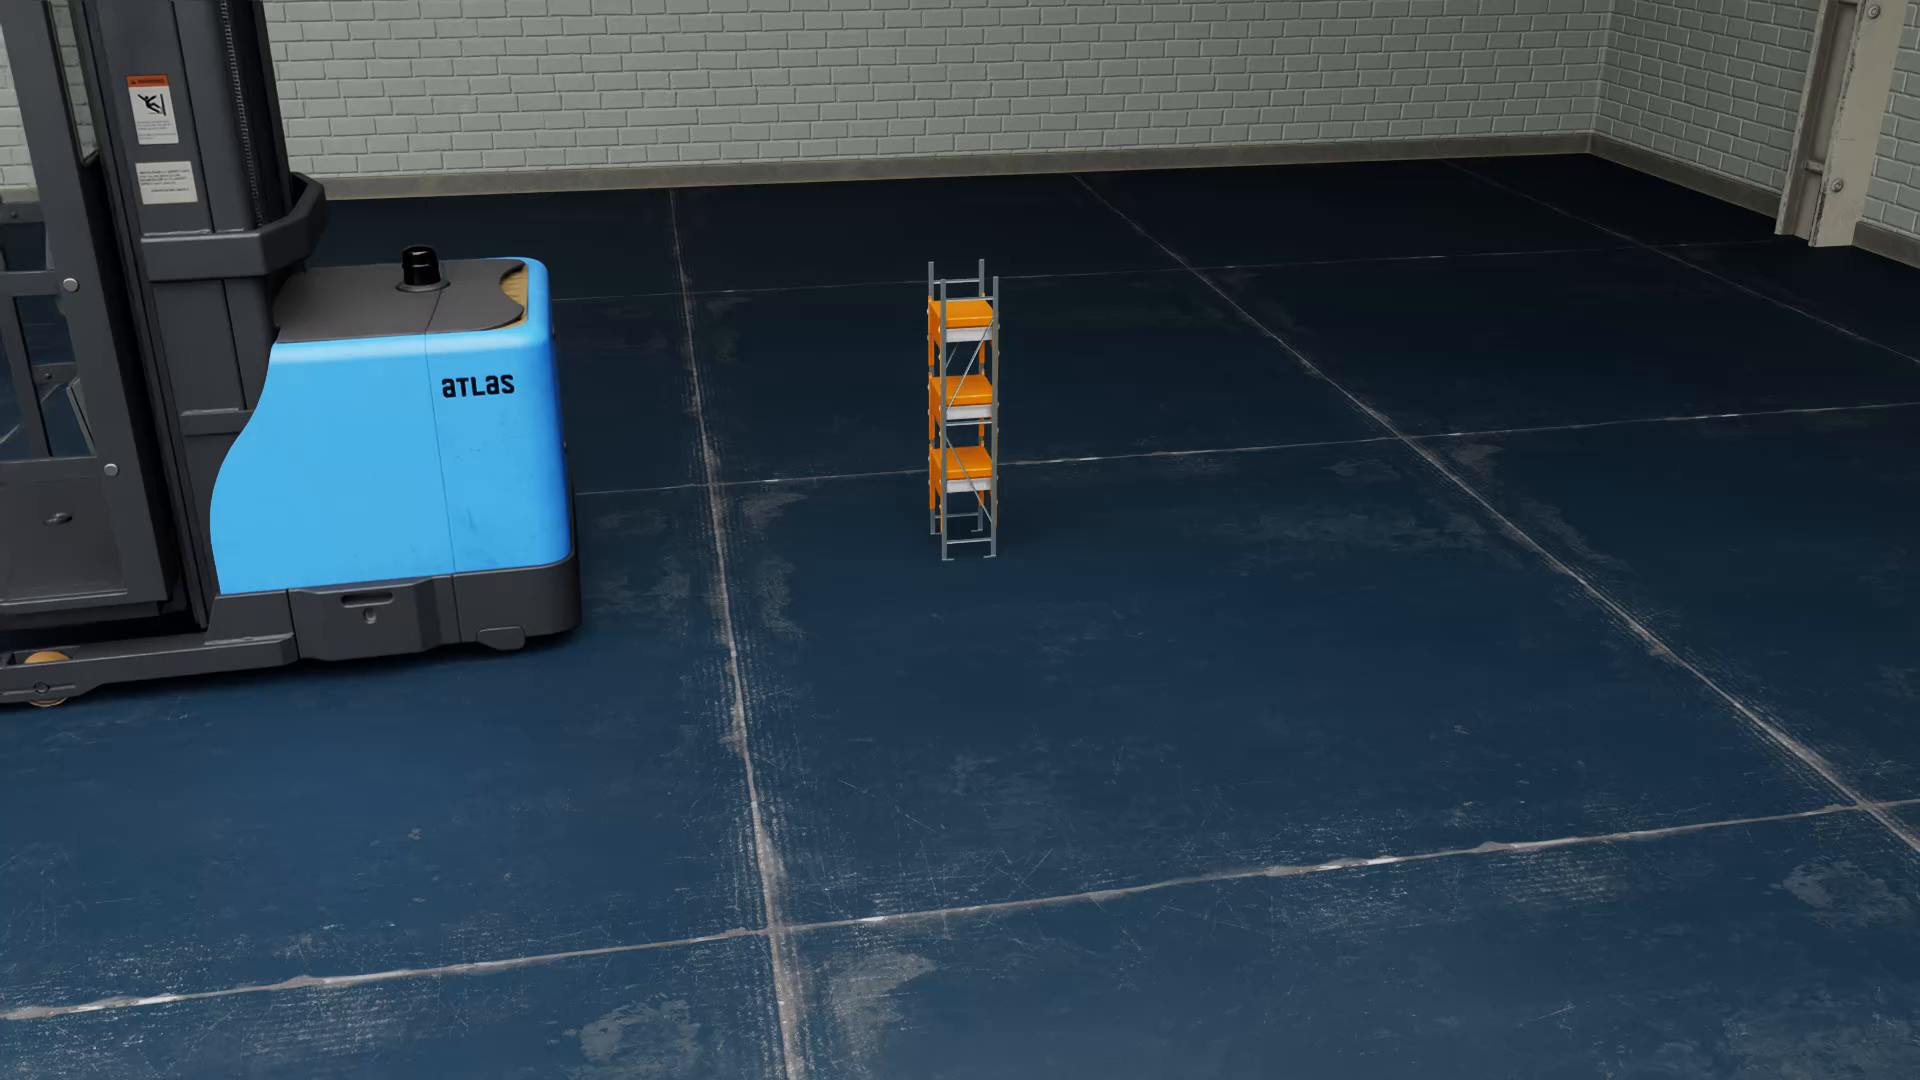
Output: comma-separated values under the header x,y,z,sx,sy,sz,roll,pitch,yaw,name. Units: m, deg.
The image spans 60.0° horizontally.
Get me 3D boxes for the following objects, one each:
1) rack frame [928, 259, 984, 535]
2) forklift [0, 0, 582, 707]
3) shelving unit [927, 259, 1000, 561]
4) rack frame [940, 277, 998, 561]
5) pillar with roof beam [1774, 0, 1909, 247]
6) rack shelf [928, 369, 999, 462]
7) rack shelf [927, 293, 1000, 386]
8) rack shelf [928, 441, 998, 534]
x,y,z,sx,sy,sz,roll,pitch,yaw,name
-0.013,-0.508,6.102,0.200,1.050,0.008,-4,24,-10,rack frame
-2.819,-1.048,4.988,3.031,2.935,1.130,-5,24,-12,forklift
0.010,-0.460,5.992,0.215,1.050,0.252,-4,24,-10,shelving unit
0.032,-0.412,5.882,0.200,1.050,0.008,-4,24,-10,rack frame
1.259,-5.742,8.153,9.100,9.000,0.400,-4,24,-10,pillar with roof beam
0.010,-0.450,5.996,0.215,0.259,0.240,-4,24,-10,rack shelf
0.010,-0.710,5.882,0.215,0.259,0.240,-4,24,-10,rack shelf
0.010,-0.196,6.107,0.215,0.259,0.240,-4,24,-10,rack shelf
